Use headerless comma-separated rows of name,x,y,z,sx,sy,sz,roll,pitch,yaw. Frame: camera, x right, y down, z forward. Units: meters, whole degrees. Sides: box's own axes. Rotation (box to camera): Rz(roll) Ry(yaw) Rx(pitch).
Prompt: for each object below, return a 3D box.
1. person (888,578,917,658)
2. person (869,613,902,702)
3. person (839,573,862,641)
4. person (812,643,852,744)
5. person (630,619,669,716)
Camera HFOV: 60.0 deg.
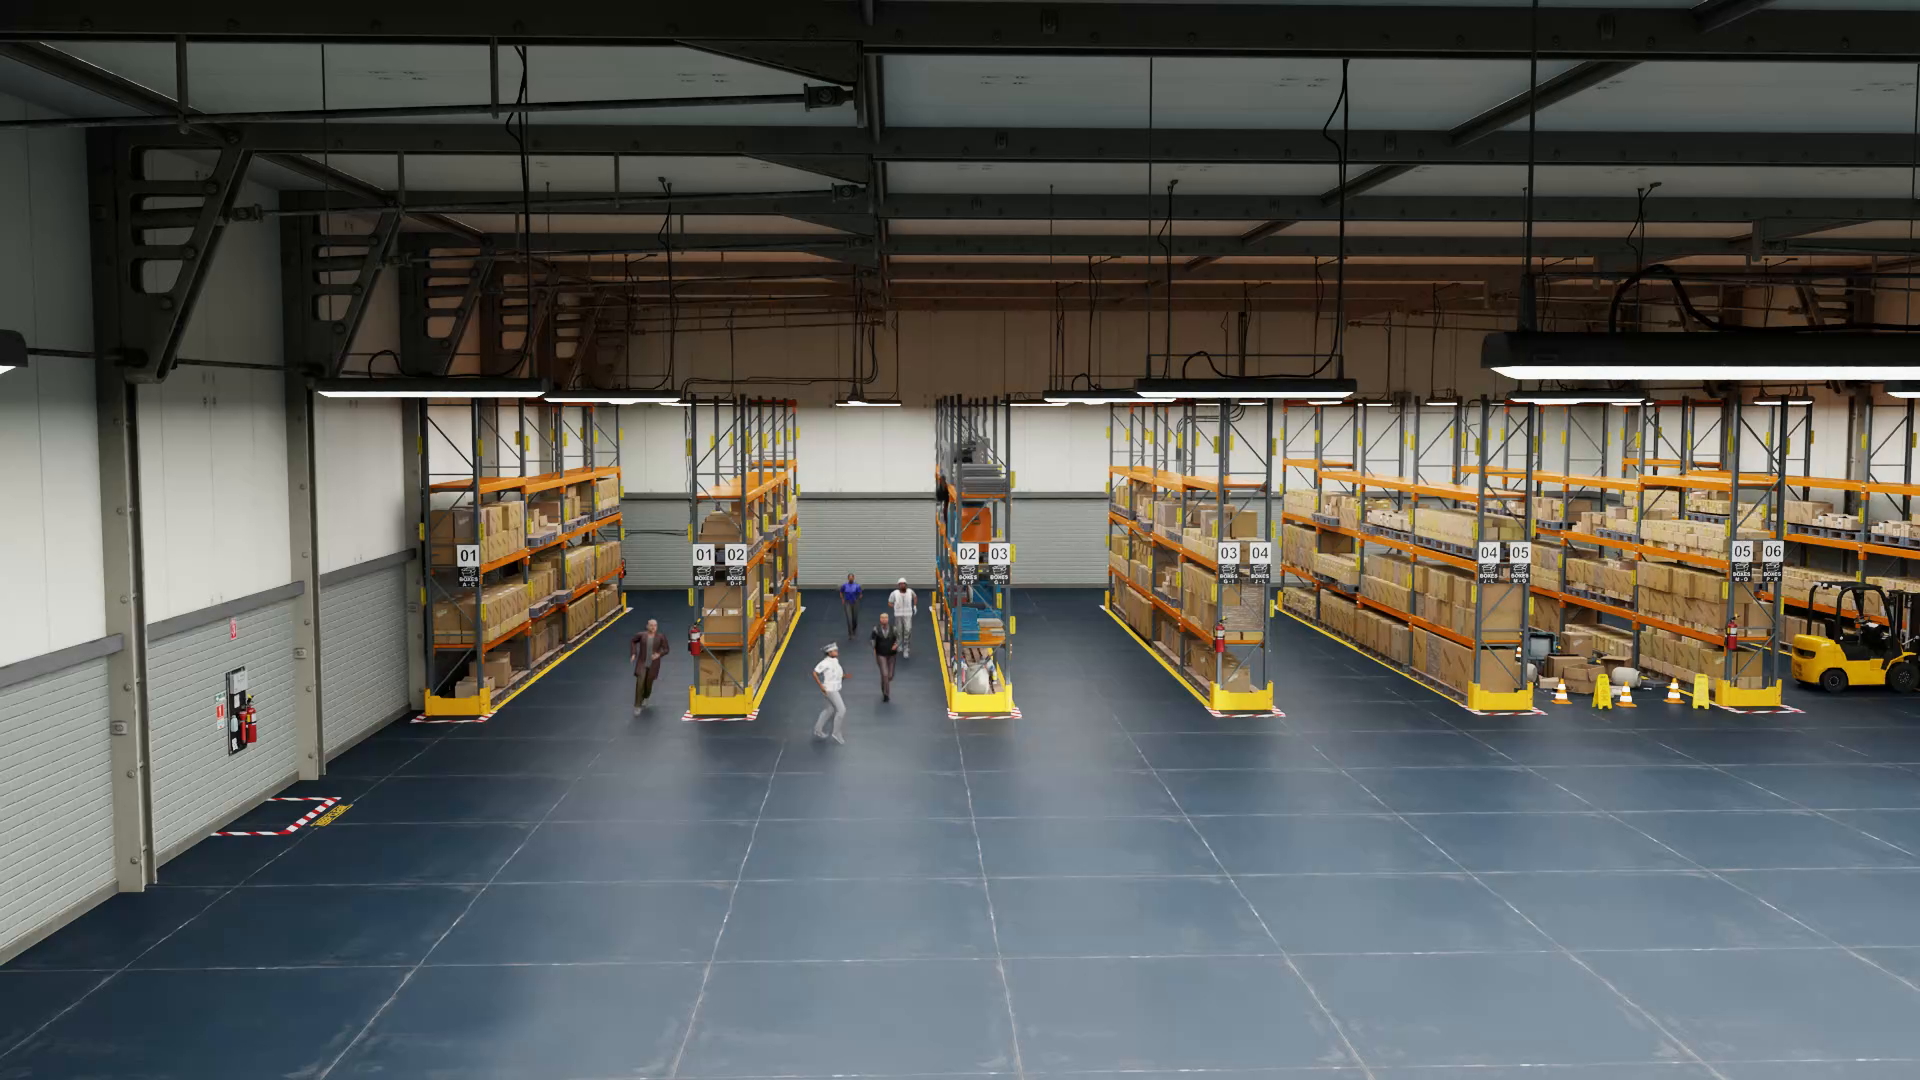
person,-1.333,1.787,38.643,0.686,1.819,0.924,0,5,-4
person,-1.463,2.296,32.834,0.656,1.722,0.800,-1,5,-11
person,-2.723,1.647,41.470,0.585,1.650,0.705,0,5,-5
person,-2.210,2.633,28.604,0.753,1.758,0.543,1,5,13
person,-5.870,2.372,31.454,0.740,1.760,1.020,-1,5,-10
